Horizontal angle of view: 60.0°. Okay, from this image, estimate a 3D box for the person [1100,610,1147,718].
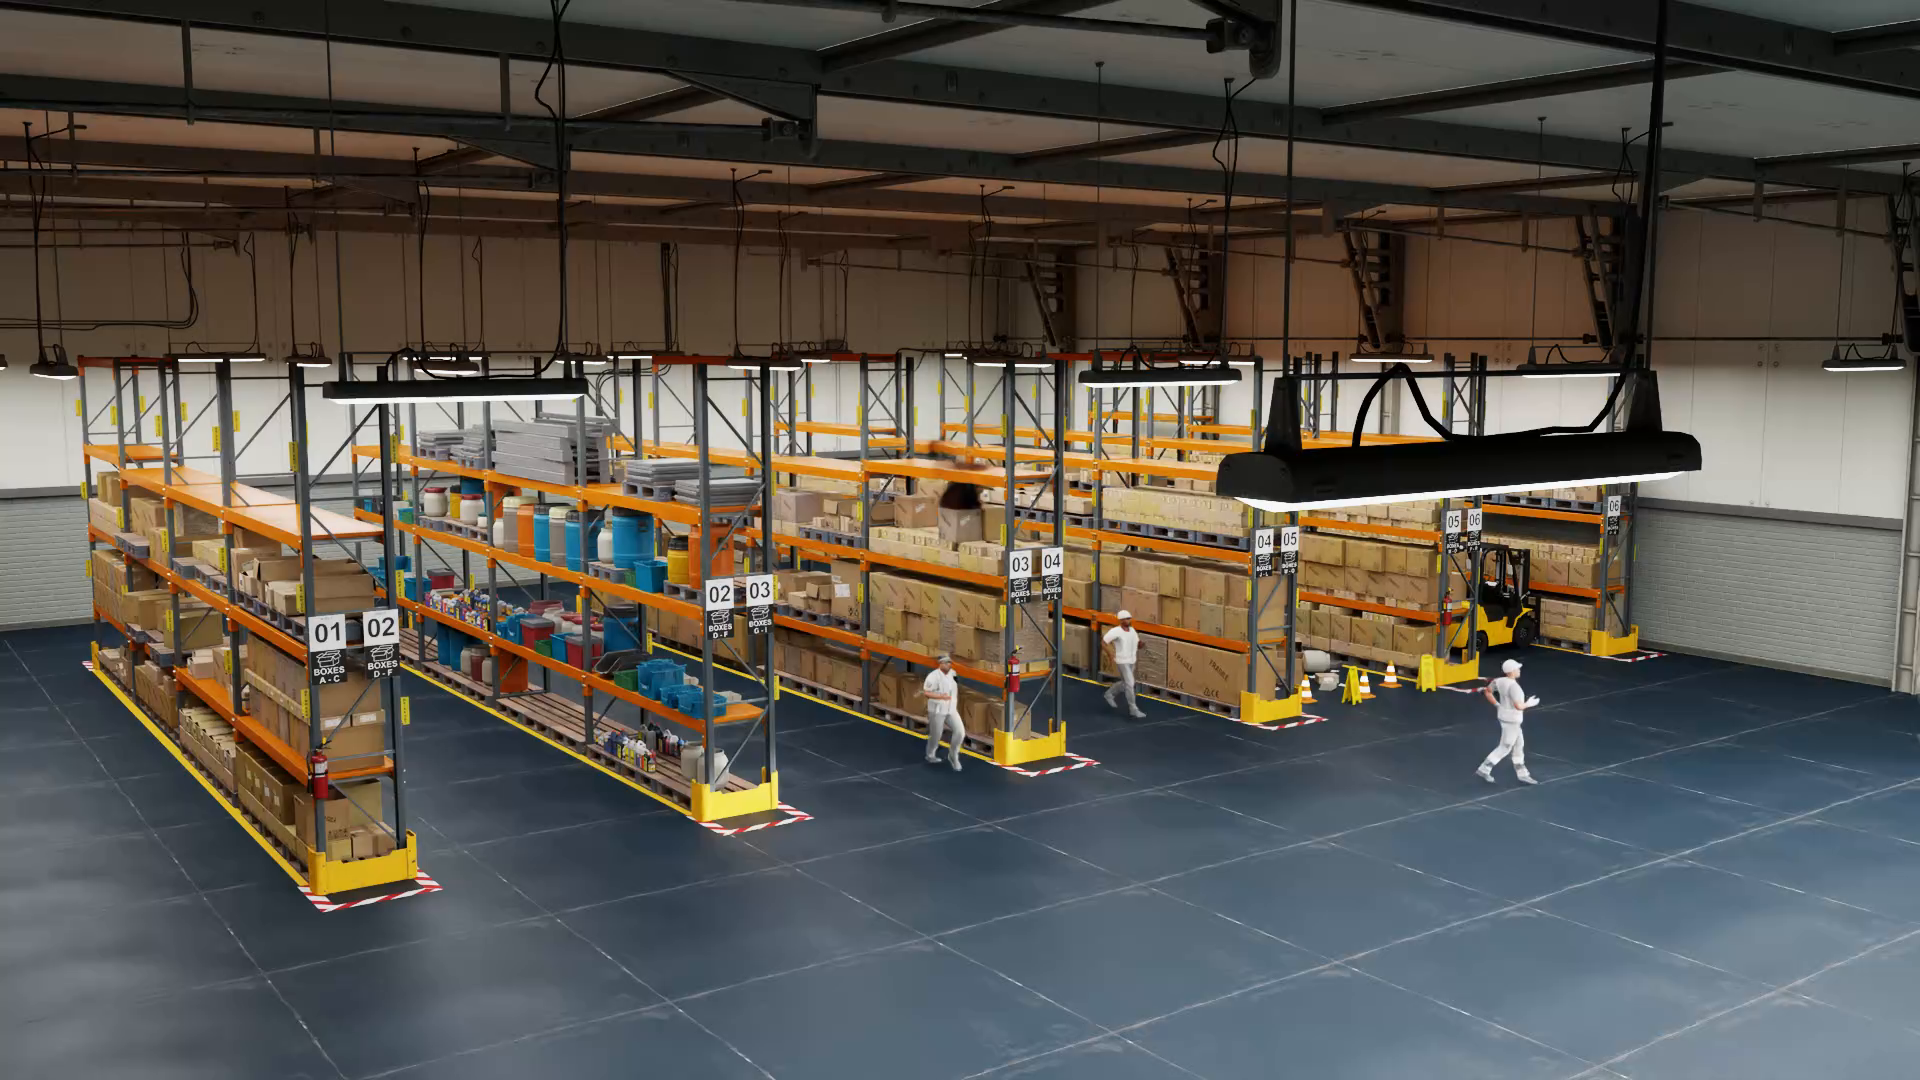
[{"bbox_3d":[2.773,2.047,27.918,0.990,1.750,0.701,6,9,43],"label":"person"}]

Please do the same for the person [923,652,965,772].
[{"bbox_3d":[-0.260,2.521,24.425,0.658,1.811,0.818,-4,8,-32],"label":"person"}]

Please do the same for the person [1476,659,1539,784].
[{"bbox_3d":[7.754,2.579,23.459,0.920,1.809,0.648,0,7,0],"label":"person"}]
